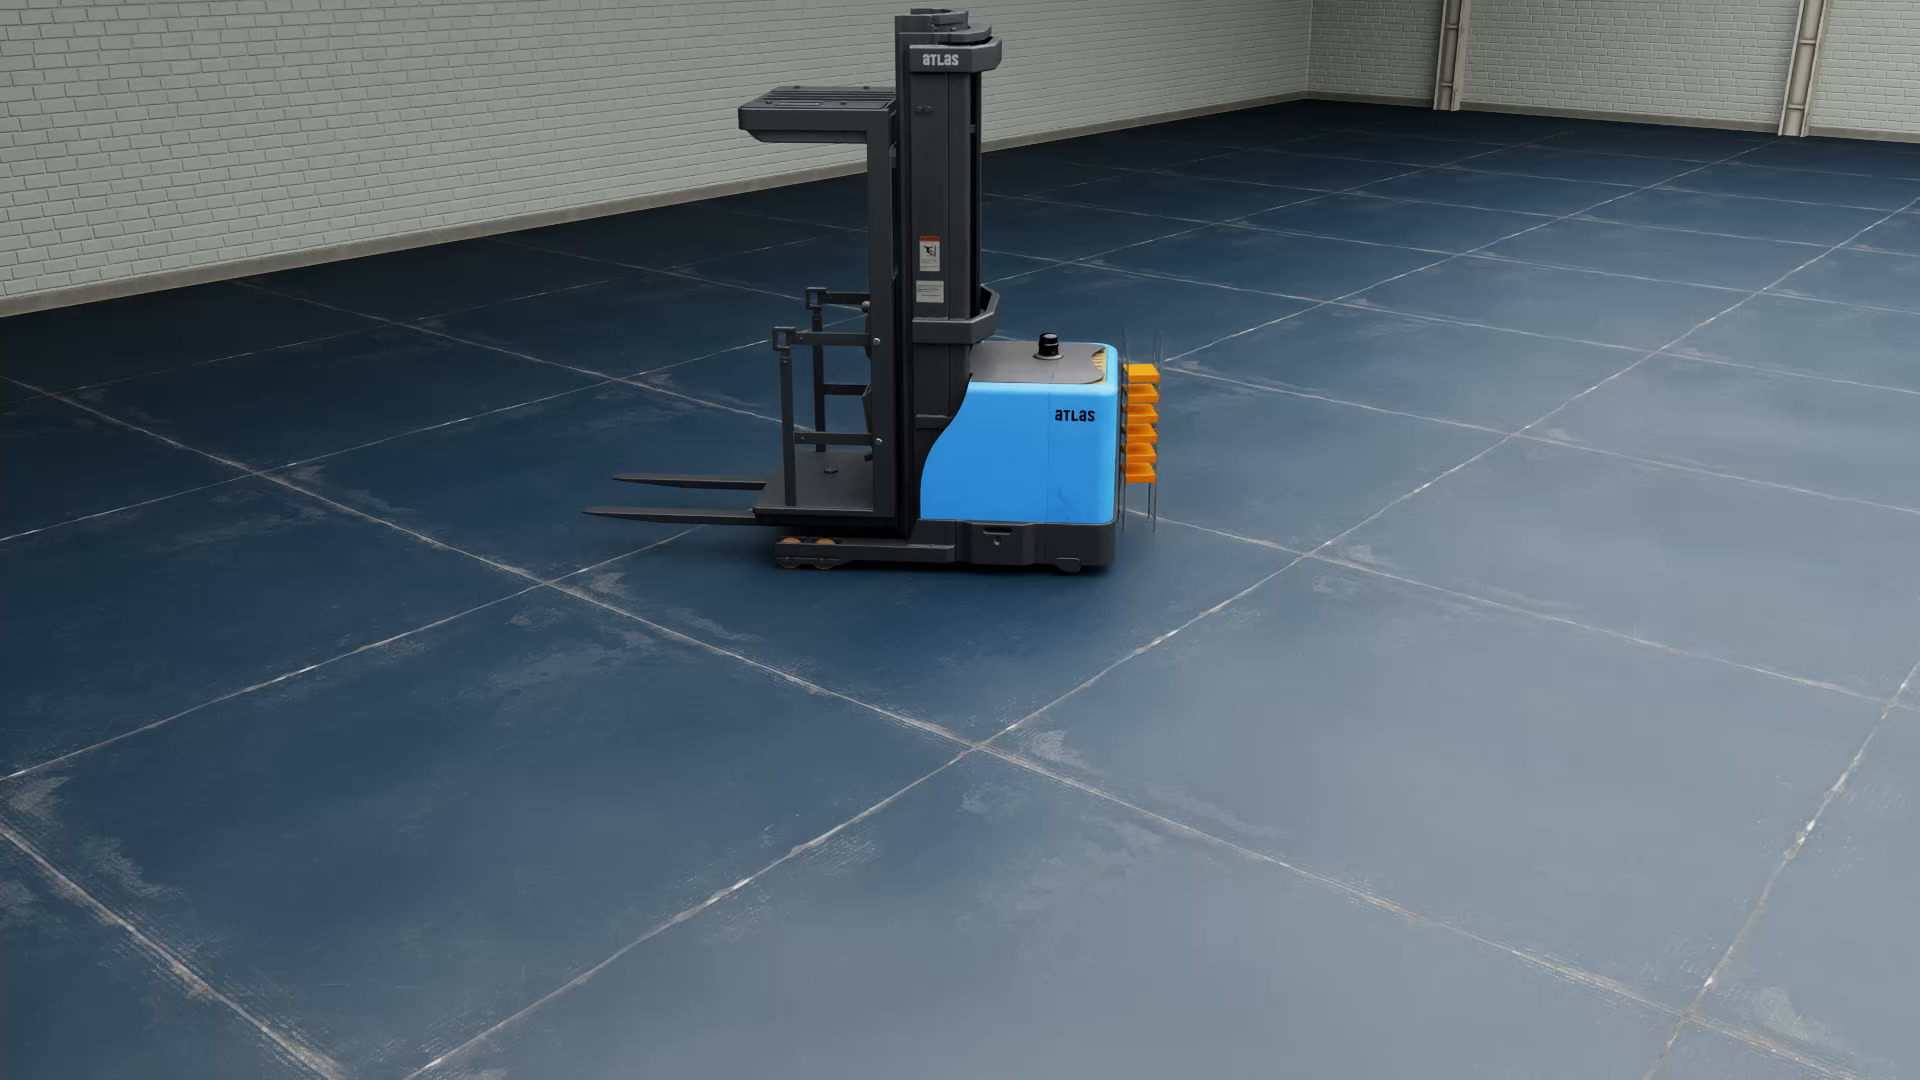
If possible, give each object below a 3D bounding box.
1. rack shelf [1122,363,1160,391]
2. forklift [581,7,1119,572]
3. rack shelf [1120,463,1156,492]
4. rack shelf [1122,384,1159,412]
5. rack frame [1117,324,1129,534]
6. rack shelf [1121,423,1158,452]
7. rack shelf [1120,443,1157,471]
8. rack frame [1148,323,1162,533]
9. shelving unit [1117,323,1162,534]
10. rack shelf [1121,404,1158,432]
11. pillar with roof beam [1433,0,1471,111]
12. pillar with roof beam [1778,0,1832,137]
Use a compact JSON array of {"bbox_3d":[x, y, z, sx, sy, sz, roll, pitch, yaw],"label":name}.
[{"bbox_3d":[1.037,-0.937,9.554,0.180,0.103,0.258,-2,21,-3],"label":"rack shelf"},{"bbox_3d":[-0.622,-1.391,9.204,3.031,2.935,1.130,2,21,5],"label":"forklift"},{"bbox_3d":[1.043,-0.375,9.766,0.180,0.103,0.258,-2,21,-3],"label":"rack shelf"},{"bbox_3d":[1.038,-0.824,9.597,0.180,0.103,0.258,-2,21,-3],"label":"rack shelf"},{"bbox_3d":[0.949,-0.639,9.662,0.006,1.200,0.240,-2,21,-3],"label":"rack frame"},{"bbox_3d":[1.041,-0.600,9.682,0.180,0.103,0.258,-2,21,-3],"label":"rack shelf"},{"bbox_3d":[1.042,-0.488,9.724,0.180,0.103,0.258,-2,21,-3],"label":"rack shelf"},{"bbox_3d":[1.132,-0.644,9.670,0.006,1.200,0.240,-2,21,-3],"label":"rack frame"},{"bbox_3d":[1.040,-0.641,9.666,0.189,1.200,0.258,-2,21,-3],"label":"shelving unit"},{"bbox_3d":[1.039,-0.712,9.639,0.180,0.103,0.258,-2,21,-3],"label":"rack shelf"},{"bbox_3d":[6.302,-11.020,26.137,0.400,9.000,9.100,16,26,36],"label":"pillar with roof beam"},{"bbox_3d":[10.950,-9.681,22.588,0.400,9.000,9.100,16,26,36],"label":"pillar with roof beam"}]
